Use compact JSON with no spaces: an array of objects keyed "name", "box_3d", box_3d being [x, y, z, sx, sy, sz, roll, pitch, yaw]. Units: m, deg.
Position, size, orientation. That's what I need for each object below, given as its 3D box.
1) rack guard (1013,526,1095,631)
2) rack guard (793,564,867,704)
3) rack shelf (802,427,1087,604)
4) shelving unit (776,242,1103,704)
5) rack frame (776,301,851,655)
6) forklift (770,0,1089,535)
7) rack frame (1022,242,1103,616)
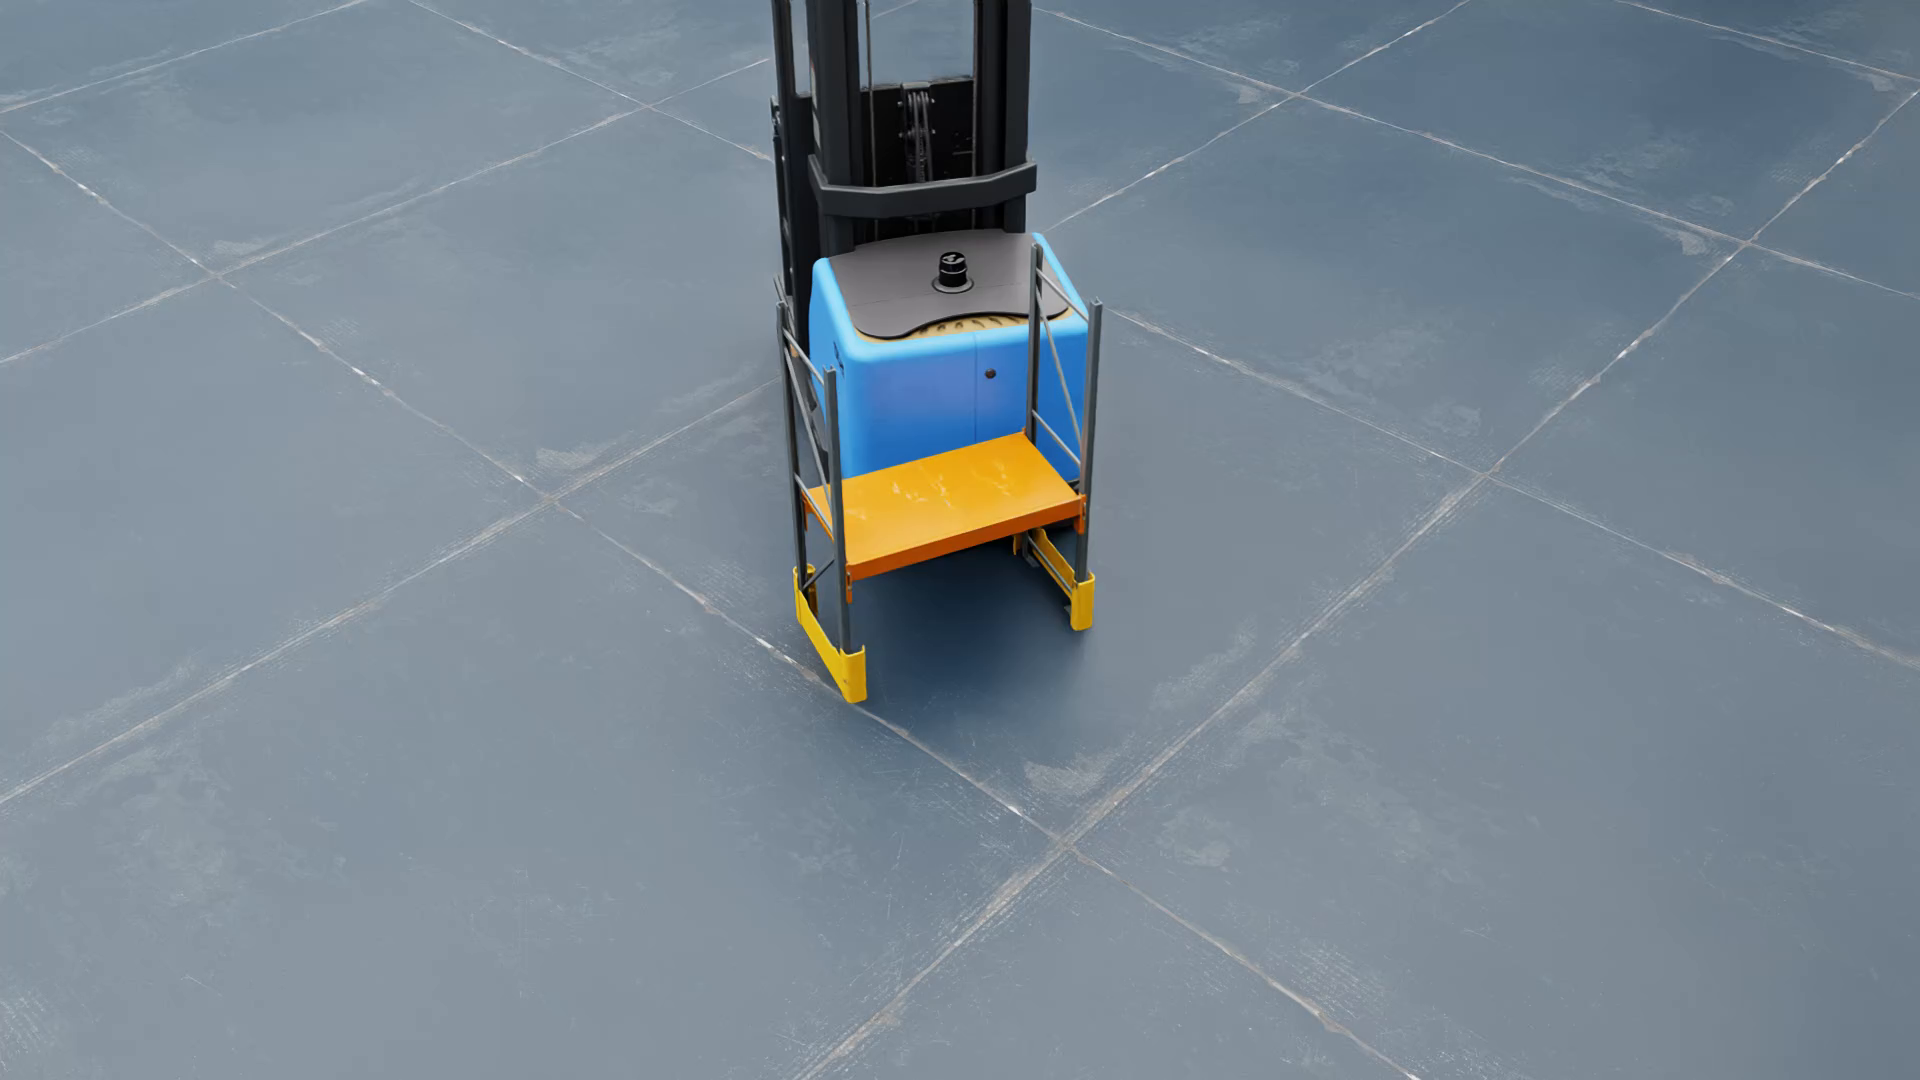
[{"name":"rack guard","box_3d":[0.385,0.102,6.920,0.087,0.250,0.587,-16,41,-19]},{"name":"rack guard","box_3d":[-0.516,0.366,6.588,0.087,0.250,0.587,-16,41,-19]},{"name":"rack shelf","box_3d":[-0.074,-0.112,6.474,1.000,0.185,0.538,-16,41,-19]},{"name":"shelving unit","box_3d":[-0.066,-0.255,6.365,1.083,1.500,0.587,-16,41,-19]},{"name":"rack frame","box_3d":[-0.534,-0.118,6.193,0.032,1.500,0.500,-16,41,-19]},{"name":"forklift","box_3d":[-0.299,-2.002,7.413,1.130,2.935,3.031,-9,39,-11]},{"name":"rack frame","box_3d":[0.386,-0.387,6.532,0.032,1.500,0.500,-16,41,-19]}]
